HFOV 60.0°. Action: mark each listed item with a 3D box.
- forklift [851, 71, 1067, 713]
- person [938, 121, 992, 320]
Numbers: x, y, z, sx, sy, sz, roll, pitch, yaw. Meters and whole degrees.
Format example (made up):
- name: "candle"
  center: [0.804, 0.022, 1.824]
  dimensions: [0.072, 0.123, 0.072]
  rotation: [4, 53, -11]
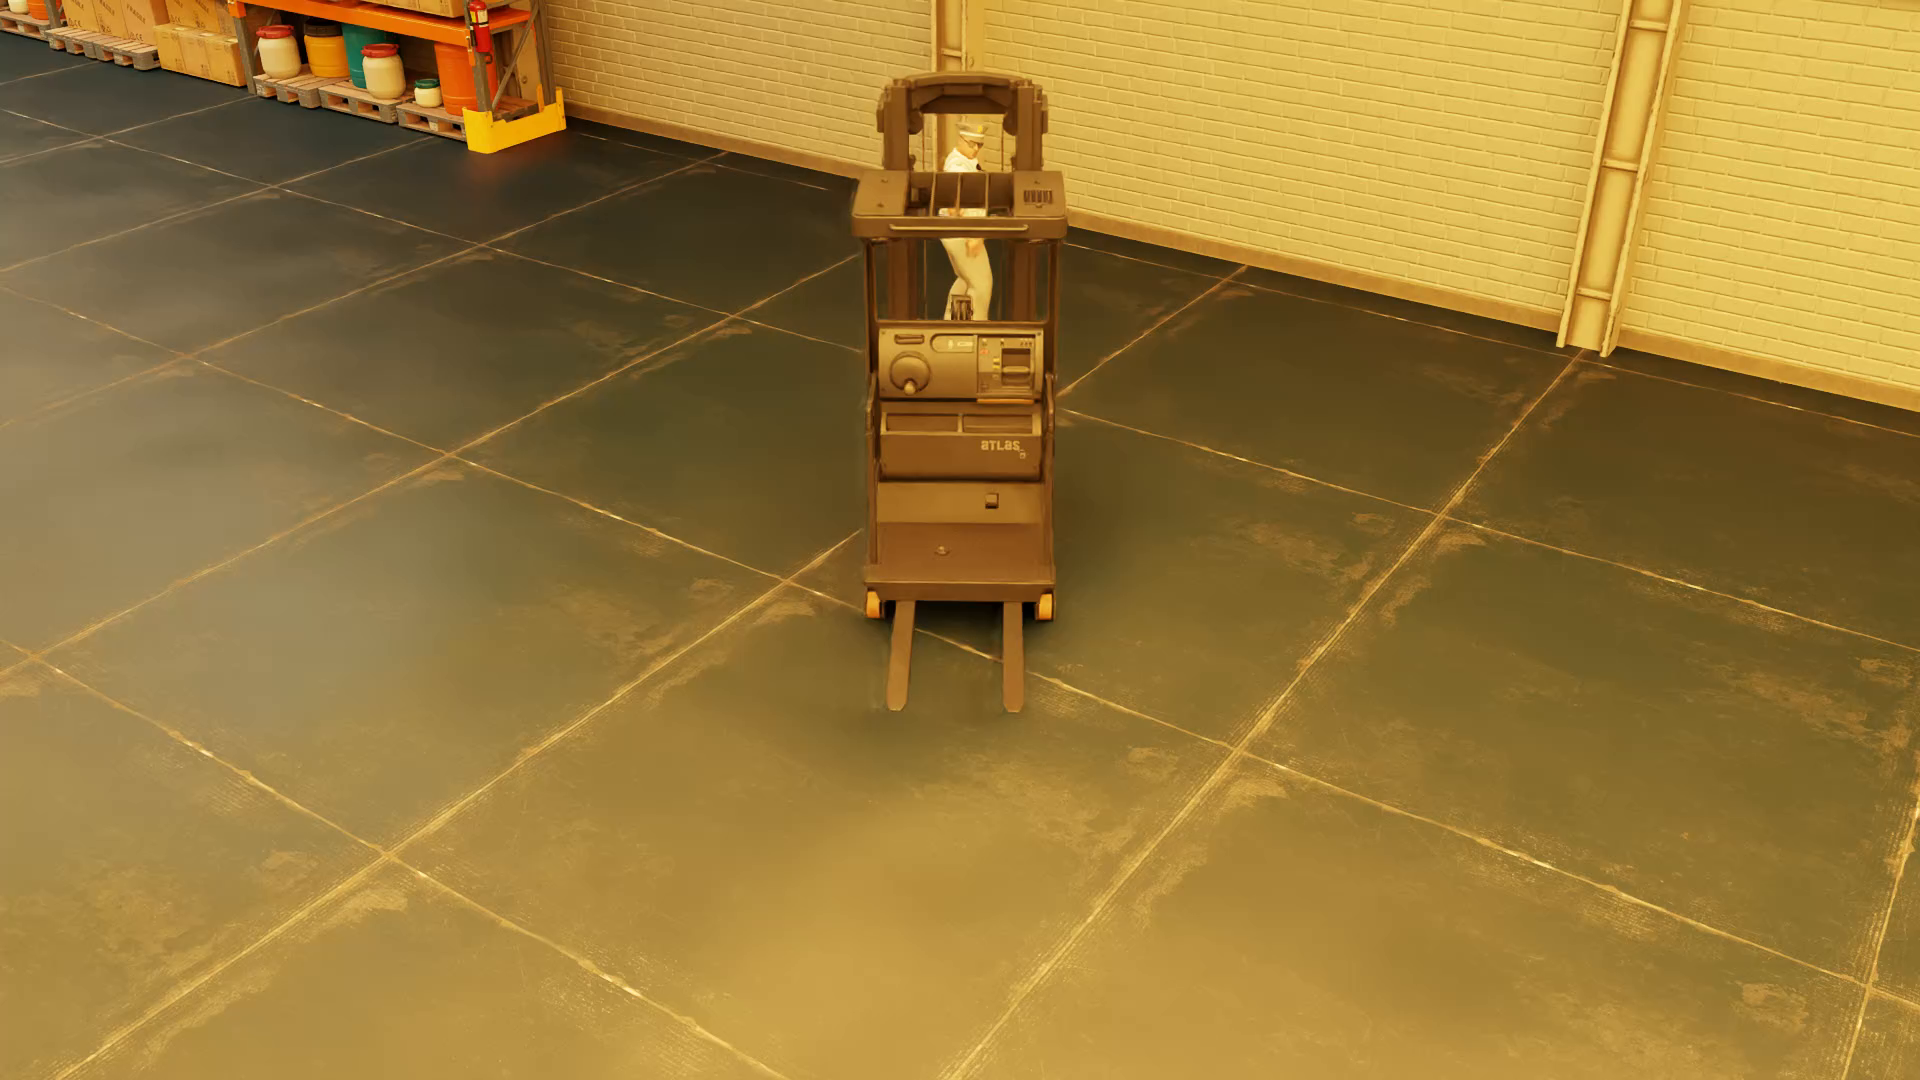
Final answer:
- name: "forklift"
  center: [0.003, -0.957, 9.229]
  dimensions: [1.130, 2.935, 3.031]
  rotation: [1, 30, 1]
- name: "person"
  center: [0.093, -2.366, 12.844]
  dimensions: [0.528, 1.738, 0.750]
  rotation: [-4, 30, -8]
